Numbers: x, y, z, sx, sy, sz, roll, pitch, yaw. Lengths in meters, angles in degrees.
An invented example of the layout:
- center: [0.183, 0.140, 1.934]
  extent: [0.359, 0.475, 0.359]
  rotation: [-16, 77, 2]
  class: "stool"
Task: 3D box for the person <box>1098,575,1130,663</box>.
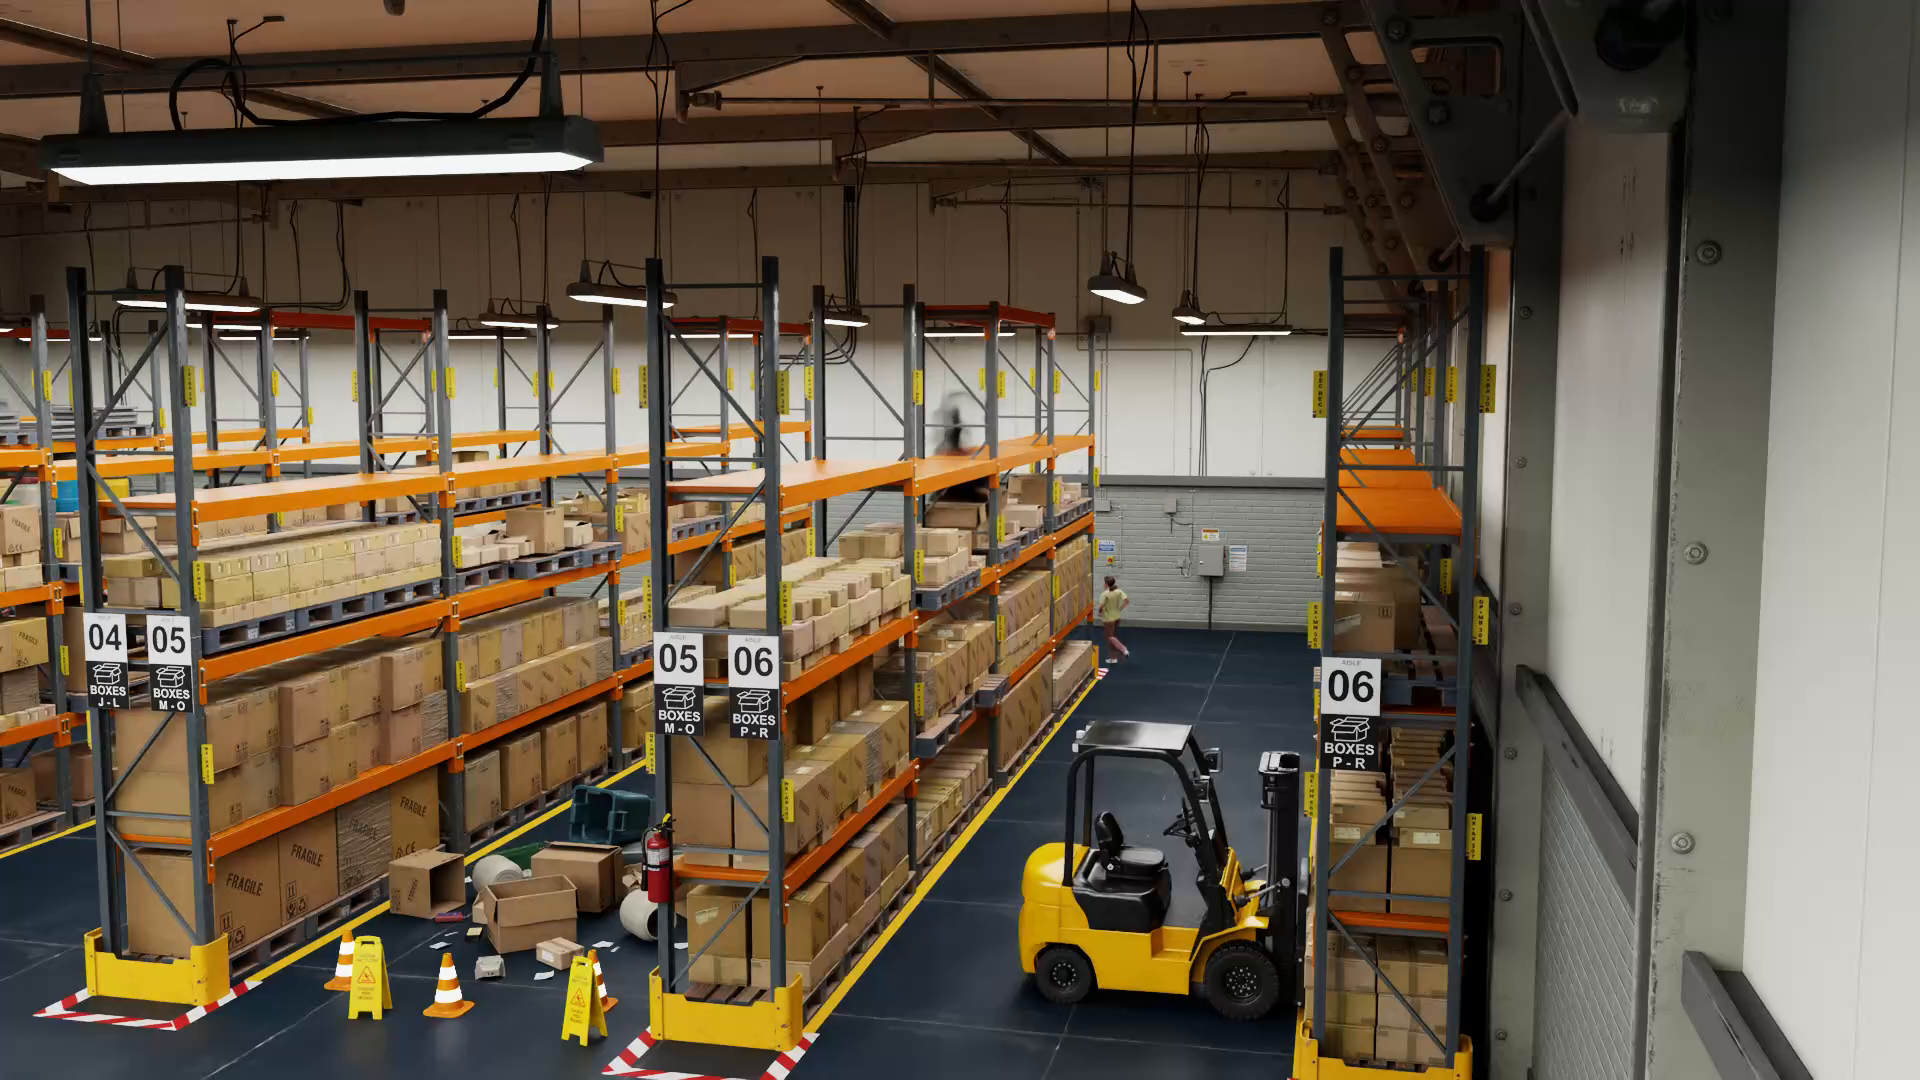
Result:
- center: [2.650, 1.412, 29.261]
  extent: [0.617, 1.627, 0.638]
  rotation: [-4, 7, -35]
  class: "person"
